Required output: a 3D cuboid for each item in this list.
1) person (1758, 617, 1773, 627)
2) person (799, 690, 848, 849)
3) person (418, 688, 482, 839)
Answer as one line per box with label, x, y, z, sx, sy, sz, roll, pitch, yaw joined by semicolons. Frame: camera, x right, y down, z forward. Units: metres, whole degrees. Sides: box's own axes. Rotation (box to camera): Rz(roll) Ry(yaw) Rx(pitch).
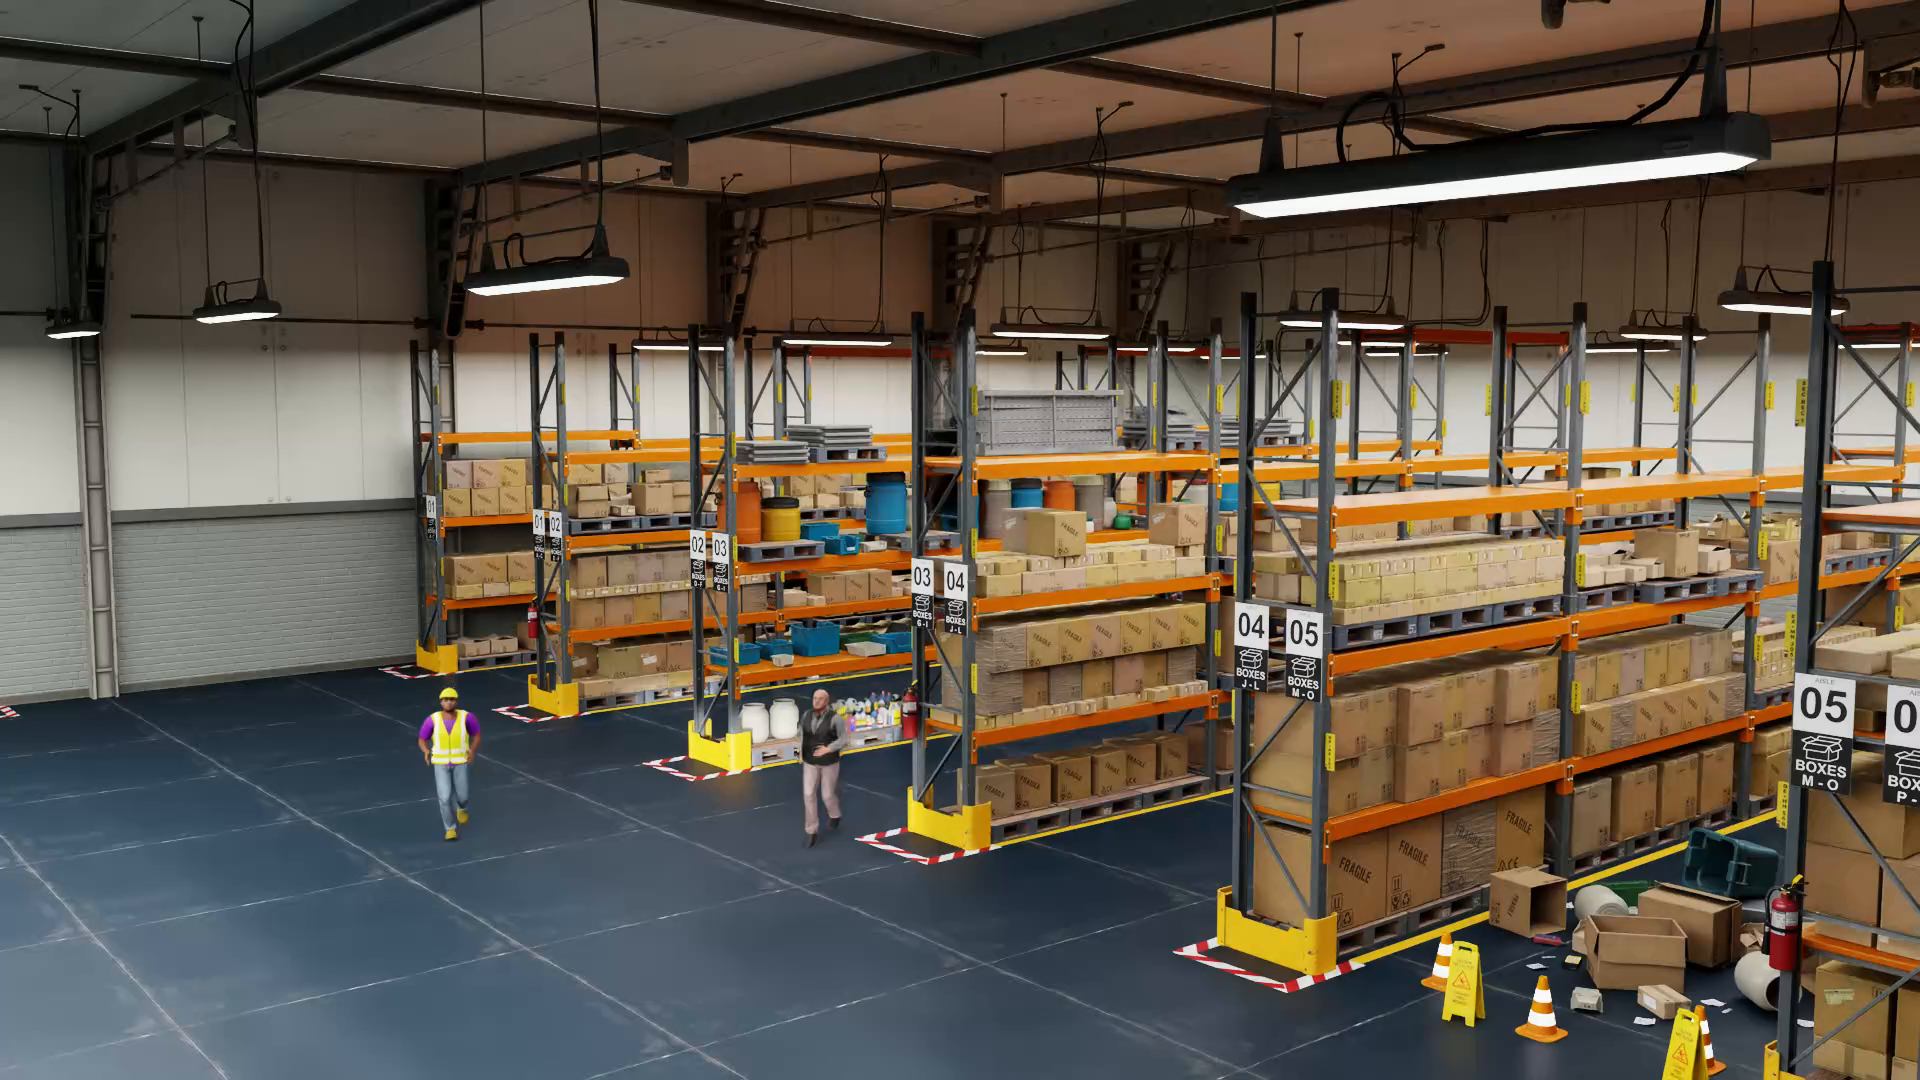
person;11.975;2.013;24.750;0.673;1.748;0.700;-4;7;-36
person;-1.571;2.563;18.932;0.663;1.759;0.840;2;6;16
person;-5.845;2.544;19.079;0.697;1.717;0.609;-1;5;-16
